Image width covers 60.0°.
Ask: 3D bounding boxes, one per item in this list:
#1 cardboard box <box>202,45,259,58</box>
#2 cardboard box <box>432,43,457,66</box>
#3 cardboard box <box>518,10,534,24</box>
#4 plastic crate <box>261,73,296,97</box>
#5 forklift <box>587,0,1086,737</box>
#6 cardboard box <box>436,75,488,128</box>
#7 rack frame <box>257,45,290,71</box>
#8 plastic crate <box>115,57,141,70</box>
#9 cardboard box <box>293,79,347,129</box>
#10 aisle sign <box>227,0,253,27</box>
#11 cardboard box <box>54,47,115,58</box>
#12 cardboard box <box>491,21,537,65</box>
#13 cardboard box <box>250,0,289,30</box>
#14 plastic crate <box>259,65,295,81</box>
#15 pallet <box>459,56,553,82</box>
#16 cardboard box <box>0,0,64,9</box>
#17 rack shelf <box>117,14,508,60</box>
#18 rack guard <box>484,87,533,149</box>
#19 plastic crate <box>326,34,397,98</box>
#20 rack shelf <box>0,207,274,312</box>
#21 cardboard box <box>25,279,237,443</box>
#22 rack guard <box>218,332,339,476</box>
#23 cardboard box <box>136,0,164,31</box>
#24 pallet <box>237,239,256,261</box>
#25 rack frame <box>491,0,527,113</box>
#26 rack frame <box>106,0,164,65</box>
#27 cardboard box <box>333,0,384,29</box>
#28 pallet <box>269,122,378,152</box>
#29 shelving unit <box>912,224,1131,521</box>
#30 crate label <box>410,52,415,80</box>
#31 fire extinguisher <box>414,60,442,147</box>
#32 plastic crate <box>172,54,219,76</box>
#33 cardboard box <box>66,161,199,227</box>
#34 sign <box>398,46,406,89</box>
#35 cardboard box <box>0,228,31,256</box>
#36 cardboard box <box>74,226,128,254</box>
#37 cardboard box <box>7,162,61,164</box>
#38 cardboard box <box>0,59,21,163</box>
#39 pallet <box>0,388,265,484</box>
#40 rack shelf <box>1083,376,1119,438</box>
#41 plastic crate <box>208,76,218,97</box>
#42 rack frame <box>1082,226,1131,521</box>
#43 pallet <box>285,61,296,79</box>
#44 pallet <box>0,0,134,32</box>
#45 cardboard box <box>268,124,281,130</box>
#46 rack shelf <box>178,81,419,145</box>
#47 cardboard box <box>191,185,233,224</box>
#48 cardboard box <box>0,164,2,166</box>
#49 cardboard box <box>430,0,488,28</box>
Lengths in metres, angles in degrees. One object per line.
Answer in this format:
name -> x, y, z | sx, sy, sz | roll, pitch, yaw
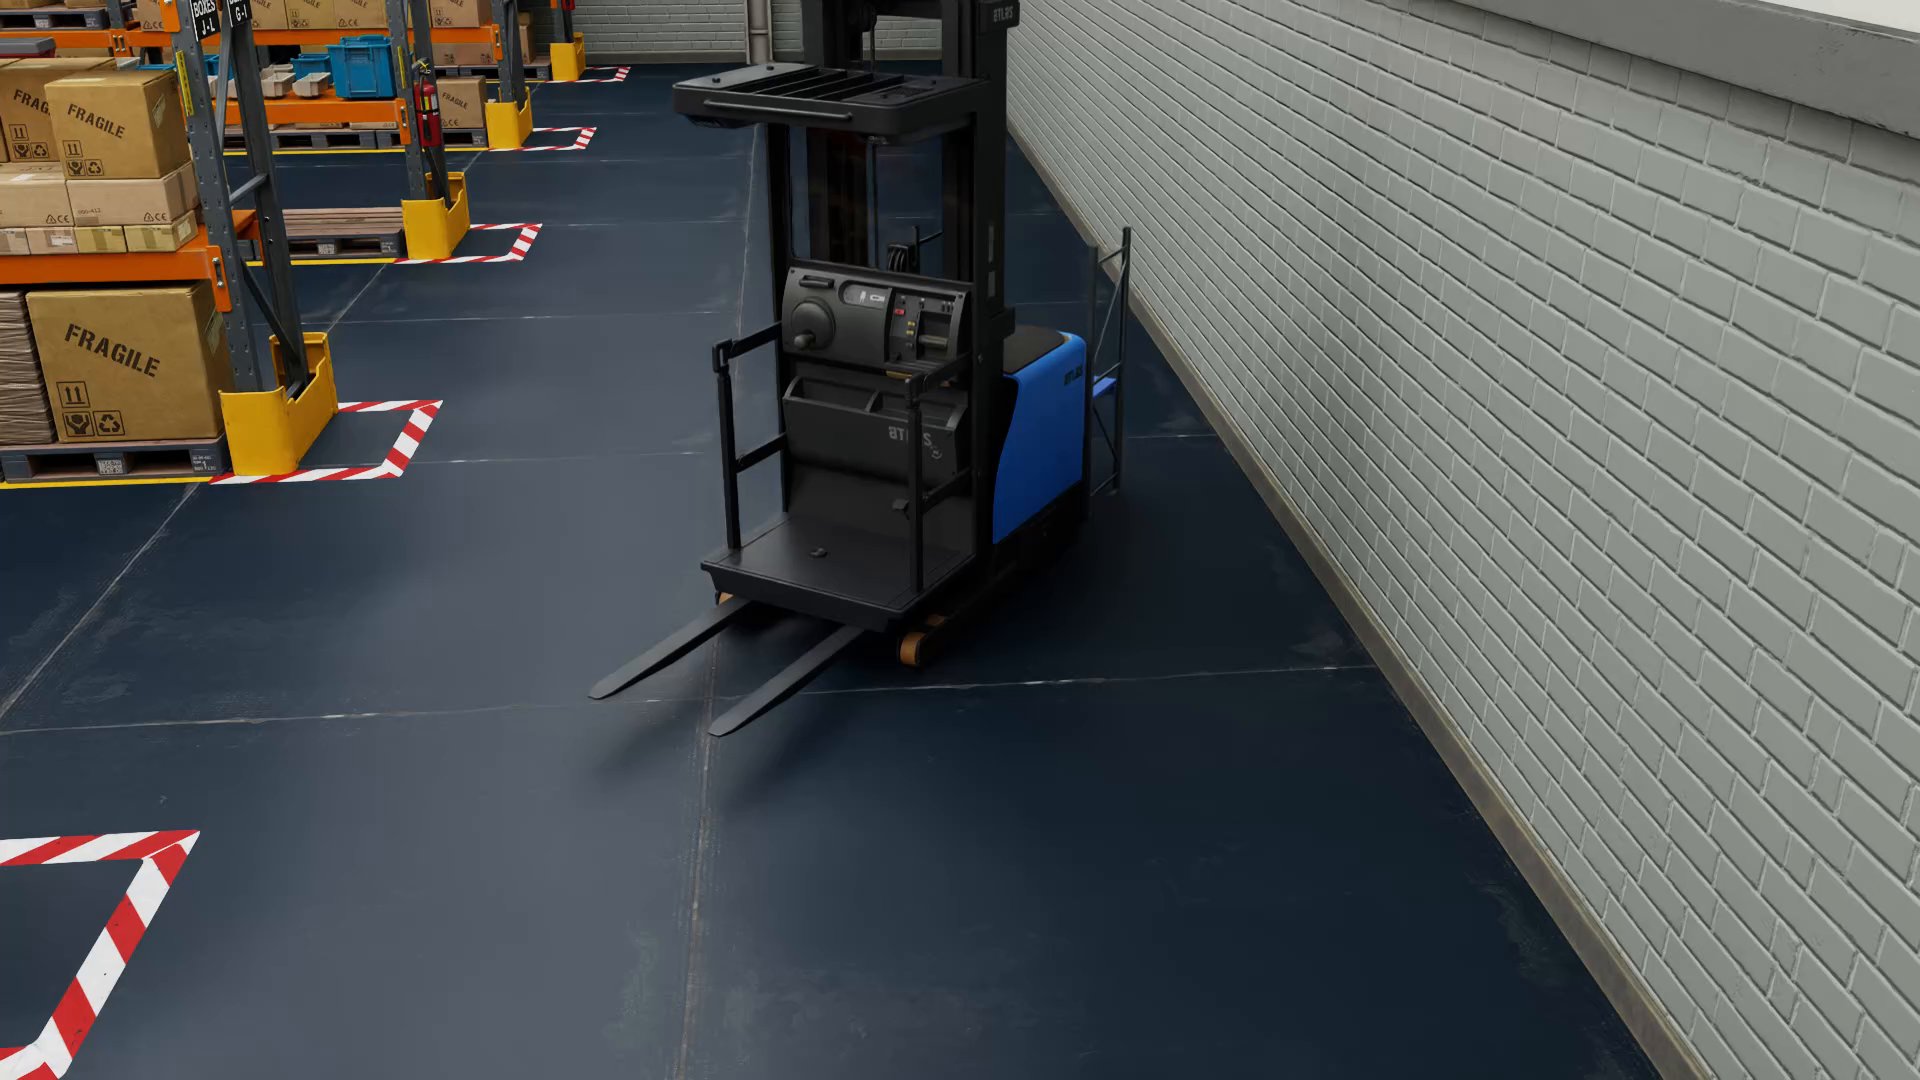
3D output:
cardboard box -> -10.181, -6.955, 22.833 | 0.750, 0.750, 0.750 | -2, 24, -5
cardboard box -> -7.251, -6.924, 23.196 | 0.500, 0.500, 0.700 | -3, 24, -7
cardboard box -> -6.148, -7.347, 23.348 | 0.250, 0.149, 0.380 | -2, 24, -5
plastic crate -> -5.676, -3.774, 13.799 | 0.243, 0.136, 0.396 | -2, 24, -5
forklift -> -0.497, -0.973, 7.331 | 1.130, 2.935, 3.031 | 13, 27, 26
cardboard box -> -5.592, -4.919, 18.659 | 0.500, 0.500, 0.500 | -2, 24, -5
rack frame -> -9.547, -7.823, 22.658 | 0.127, 3.000, 1.000 | -2, 24, -5
plastic crate -> -7.035, -3.779, 13.631 | 0.530, 0.282, 0.437 | -2, 24, -5
cardboard box -> -7.187, -4.959, 18.745 | 0.637, 0.503, 0.797 | -2, 24, -5
aisle sign -> -4.063, -3.289, 9.256 | 0.004, 0.787, 0.394 | -2, 24, -5
cardboard box -> -11.910, -6.882, 22.670 | 0.750, 0.750, 0.750 | -2, 24, -5
cardboard box -> -6.253, -6.964, 23.286 | 0.500, 0.500, 0.700 | -2, 24, -5
cardboard box -> -7.515, -5.818, 18.023 | 0.500, 0.500, 0.500 | -2, 24, -5
plastic crate -> -5.873, -4.002, 14.313 | 0.298, 0.136, 0.250 | -2, 24, -5
pallet -> -6.354, -6.645, 23.441 | 1.213, 0.211, 1.003 | -2, 24, -5
cardboard box -> -10.227, -6.077, 18.090 | 0.500, 0.500, 0.700 | 1, 24, 3
rack shelf -> -7.066, -5.572, 18.480 | 4.000, 0.370, 1.077 | -2, 24, -5
rack guard -> -5.151, -4.836, 19.014 | 0.348, 0.500, 1.175 | -2, 24, -5
plastic crate -> -4.907, -3.933, 13.789 | 0.499, 0.435, 0.616 | -2, 24, -5
rack shelf -> -6.096, -1.568, 9.471 | 4.000, 0.370, 1.077 | -2, 24, -5
cardboard box -> -4.734, -1.140, 9.720 | 0.875, 0.875, 0.875 | -2, 24, -5
rack guard -> -4.081, -0.836, 10.014 | 0.348, 0.500, 1.175 | -2, 24, -5
cardboard box -> -8.522, -5.777, 17.932 | 0.500, 0.500, 0.500 | -2, 24, -4
pallet -> -6.628, -2.640, 14.429 | 1.213, 0.211, 1.003 | -2, 24, -5
rack frame -> -5.075, -5.981, 18.513 | 0.127, 3.000, 1.000 | -2, 24, -5
rack frame -> -9.056, -5.821, 18.154 | 0.127, 3.000, 1.000 | -2, 24, -5
cardboard box -> -6.507, -5.859, 18.116 | 0.500, 0.500, 0.500 | -2, 24, -5
pallet -> -7.156, -4.624, 18.894 | 1.213, 0.211, 1.003 | -2, 24, -5
shelving unit -> 0.324, -0.973, 9.092 | 1.048, 1.500, 0.538 | 12, 26, 24
crate label -> -4.870, -4.053, 14.308 | 0.303, 0.233, 0.416 | -2, 24, -5
fire extinguisher -> -4.397, -3.595, 13.700 | 0.183, 0.674, 0.296 | -2, 24, -5
plastic crate -> -6.479, -3.988, 14.162 | 0.300, 0.233, 0.416 | -2, 24, -5
cardboard box -> -4.562, -1.918, 9.190 | 0.500, 0.250, 0.500 | -3, 24, -6
sign -> -4.522, -3.832, 13.477 | 0.005, 0.325, 0.100 | -2, 24, -5
cardboard box -> -5.185, -1.684, 9.156 | 0.250, 0.149, 0.380 | -2, 24, -4
cardboard box -> -4.686, -1.704, 9.199 | 0.250, 0.149, 0.380 | -2, 24, -5
cardboard box -> -5.126, -2.111, 9.624 | 0.500, 0.250, 0.500 | -3, 24, -6
cardboard box -> -5.622, -2.434, 9.428 | 0.500, 0.500, 0.500 | -3, 24, -7
pallet -> -4.893, -0.639, 9.928 | 1.213, 0.211, 1.003 | -2, 24, -5
rack shelf -> 0.324, -0.809, 9.165 | 1.000, 0.185, 0.538 | 12, 26, 24
plastic crate -> -6.243, -3.734, 13.708 | 0.250, 0.136, 0.298 | -2, 24, -5
rack frame -> 0.778, -0.880, 8.883 | 0.032, 1.500, 0.500 | 12, 26, 24
pallet -> -8.782, -6.548, 23.222 | 1.213, 0.211, 1.003 | -2, 24, -5
pallet -> -9.862, -5.746, 18.221 | 1.213, 0.211, 1.003 | -2, 24, -5
cardboard box -> -7.757, -4.696, 18.568 | 0.250, 0.166, 0.380 | -2, 24, -5
rack shelf -> -6.583, -3.570, 13.975 | 4.000, 0.370, 1.077 | -2, 24, -5
cardboard box -> -4.491, -1.981, 9.824 | 0.250, 0.149, 0.380 | -2, 24, -5
cardboard box -> -5.573, -1.877, 9.099 | 0.500, 0.250, 0.500 | -3, 24, -7
cardboard box -> -5.494, -5.899, 18.205 | 0.500, 0.500, 0.500 | -2, 24, -4
